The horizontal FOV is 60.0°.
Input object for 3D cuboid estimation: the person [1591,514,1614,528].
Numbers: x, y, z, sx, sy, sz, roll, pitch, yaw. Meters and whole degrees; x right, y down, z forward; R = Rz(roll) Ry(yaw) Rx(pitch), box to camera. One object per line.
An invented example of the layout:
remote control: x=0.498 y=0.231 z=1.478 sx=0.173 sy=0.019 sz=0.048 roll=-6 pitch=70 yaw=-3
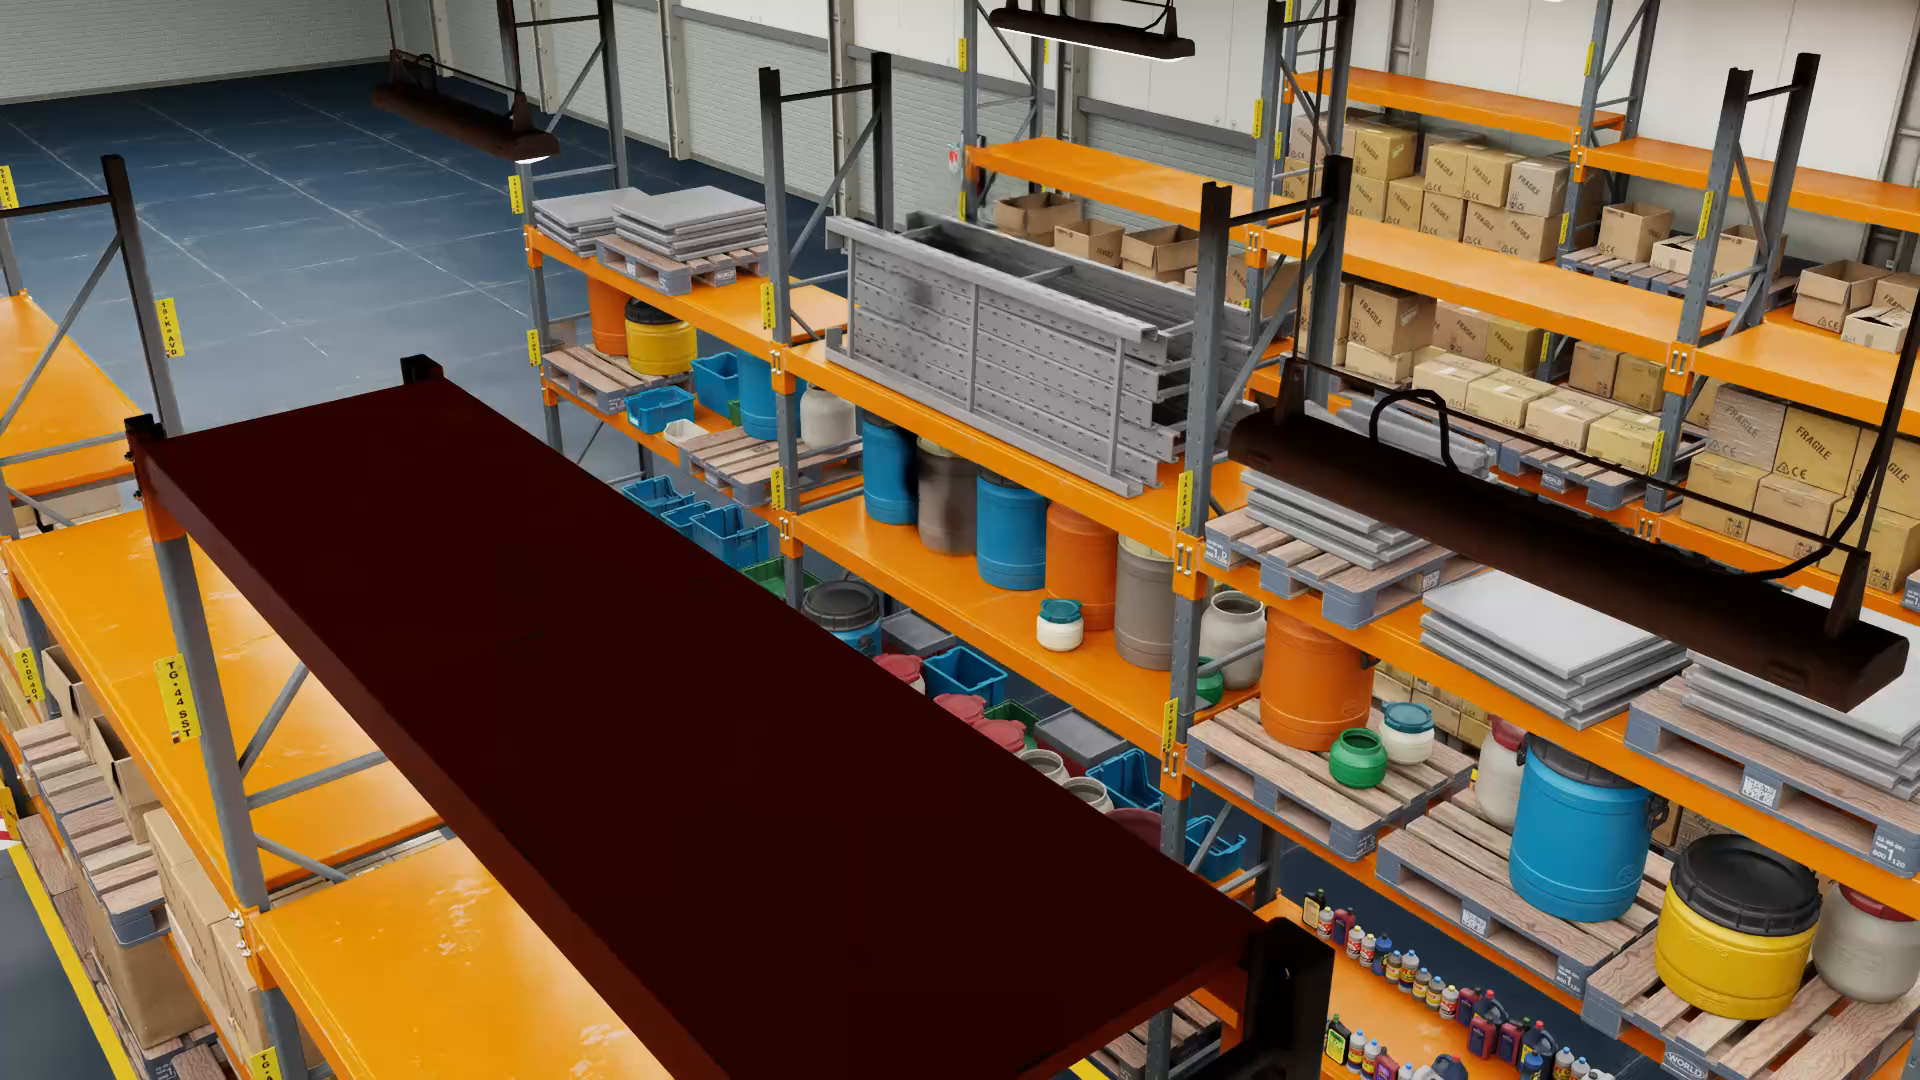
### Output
person: x=5.865 y=0.457 z=15.368 sx=0.608 sy=1.693 sz=0.833 roll=-15 pitch=30 yaw=-28
